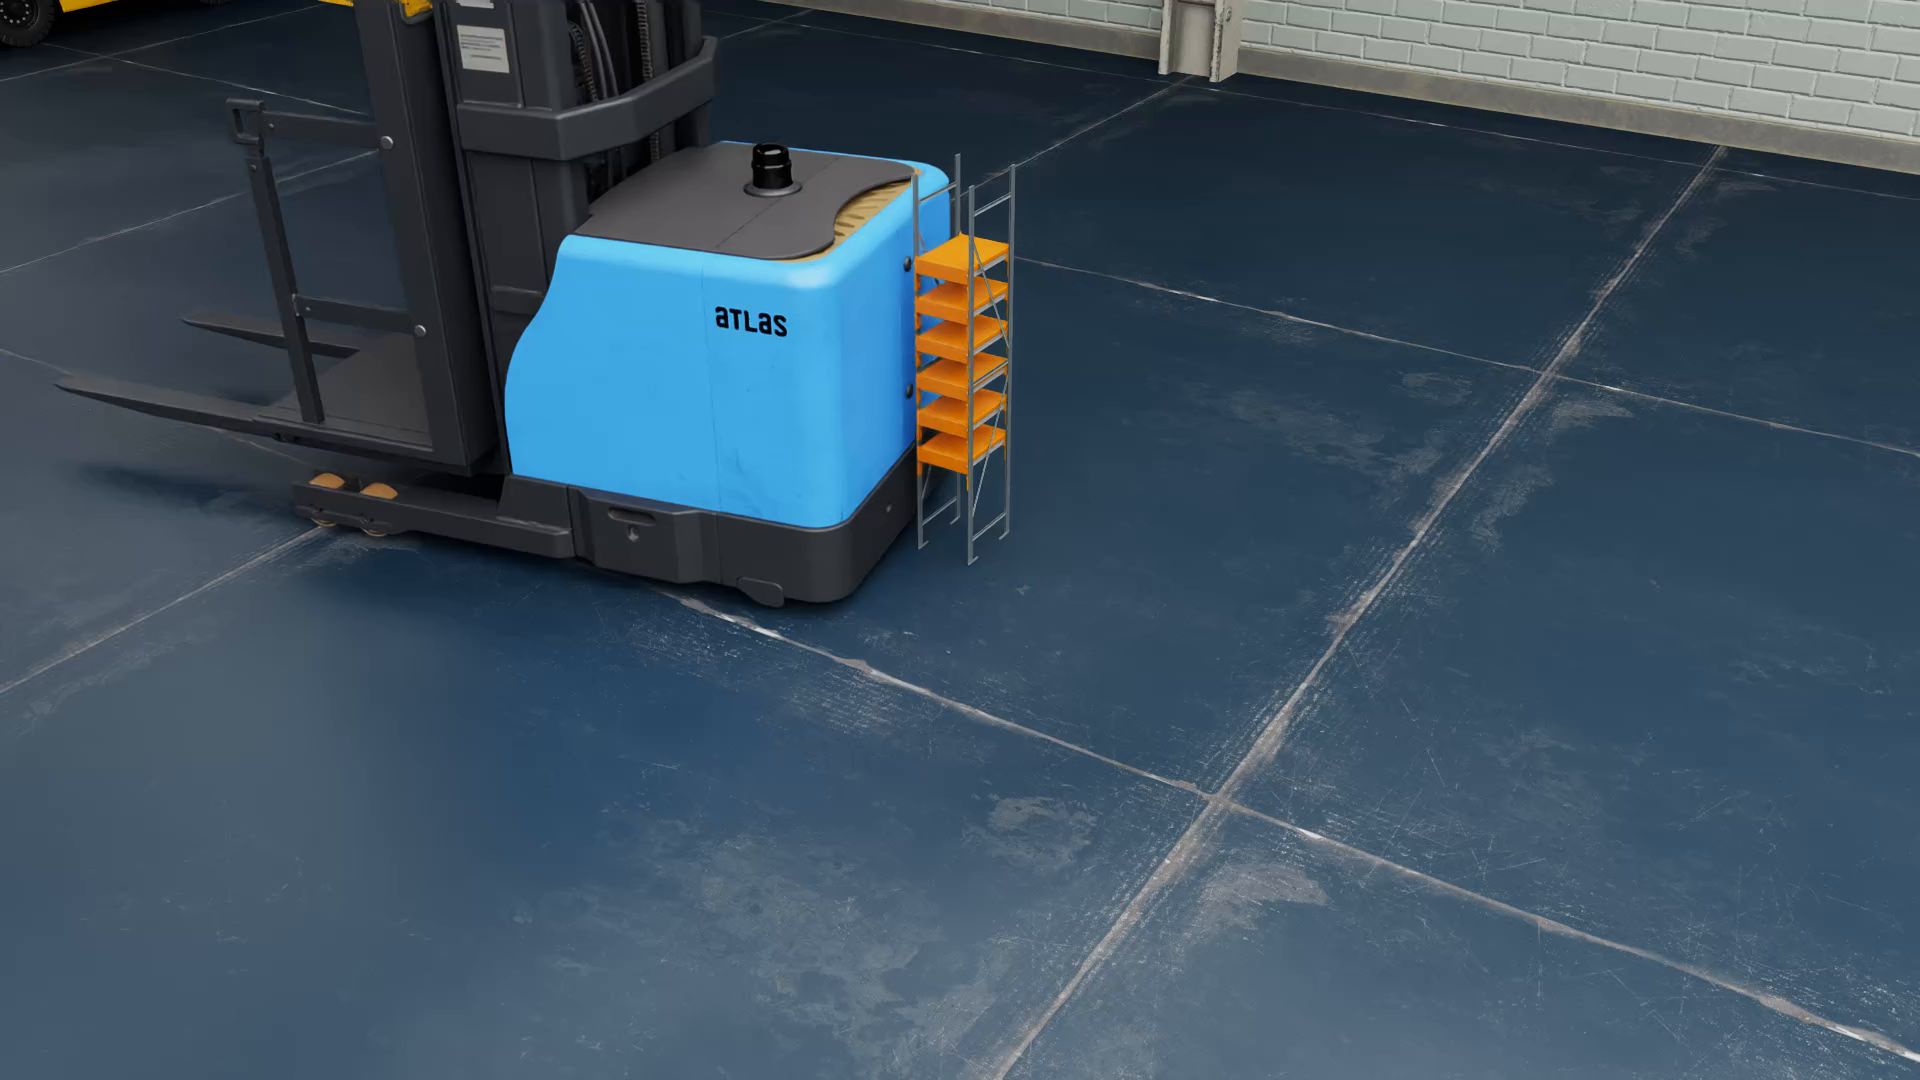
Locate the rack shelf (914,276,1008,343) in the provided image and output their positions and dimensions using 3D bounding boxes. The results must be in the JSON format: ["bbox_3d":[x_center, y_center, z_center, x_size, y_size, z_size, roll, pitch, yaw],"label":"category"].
[{"bbox_3d":[0.012,-0.683,4.842,0.180,0.103,0.258,18,35,27],"label":"rack shelf"}]

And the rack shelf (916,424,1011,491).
[{"bbox_3d":[0.012,-0.269,5.084,0.180,0.103,0.258,18,35,27],"label":"rack shelf"}]

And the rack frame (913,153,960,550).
[{"bbox_3d":[-0.065,-0.539,4.983,0.006,1.200,0.240,18,35,27],"label":"rack frame"}]

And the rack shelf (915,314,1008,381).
[{"bbox_3d":[0.012,-0.580,4.903,0.180,0.103,0.258,18,35,27],"label":"rack shelf"}]

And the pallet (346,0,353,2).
[{"bbox_3d":[-4.188,-4.168,12.184,1.213,0.211,1.003,18,35,27],"label":"pallet"}]

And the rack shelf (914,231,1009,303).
[{"bbox_3d":[0.012,-0.787,4.782,0.180,0.103,0.258,18,35,27],"label":"rack shelf"}]

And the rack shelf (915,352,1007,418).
[{"bbox_3d":[0.012,-0.476,4.963,0.180,0.103,0.258,18,35,27],"label":"rack shelf"}]

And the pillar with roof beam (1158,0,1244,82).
[{"bbox_3d":[-0.836,-4.903,4.724,0.400,9.000,9.100,18,35,27],"label":"pillar with roof beam"}]

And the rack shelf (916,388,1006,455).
[{"bbox_3d":[0.012,-0.372,5.024,0.180,0.103,0.258,18,35,27],"label":"rack shelf"}]

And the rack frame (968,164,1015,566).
[{"bbox_3d":[0.090,-0.490,4.899,0.006,1.200,0.240,18,35,27],"label":"rack frame"}]

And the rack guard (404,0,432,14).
[{"bbox_3d":[-3.498,-4.099,11.780,0.348,0.500,1.175,18,35,27],"label":"rack guard"}]

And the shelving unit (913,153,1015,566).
[{"bbox_3d":[0.012,-0.514,4.941,0.189,1.200,0.258,18,35,27],"label":"shelving unit"}]

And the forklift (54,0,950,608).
[{"bbox_3d":[-1.590,-1.514,4.937,3.031,2.935,1.130,10,32,17],"label":"forklift"}]
